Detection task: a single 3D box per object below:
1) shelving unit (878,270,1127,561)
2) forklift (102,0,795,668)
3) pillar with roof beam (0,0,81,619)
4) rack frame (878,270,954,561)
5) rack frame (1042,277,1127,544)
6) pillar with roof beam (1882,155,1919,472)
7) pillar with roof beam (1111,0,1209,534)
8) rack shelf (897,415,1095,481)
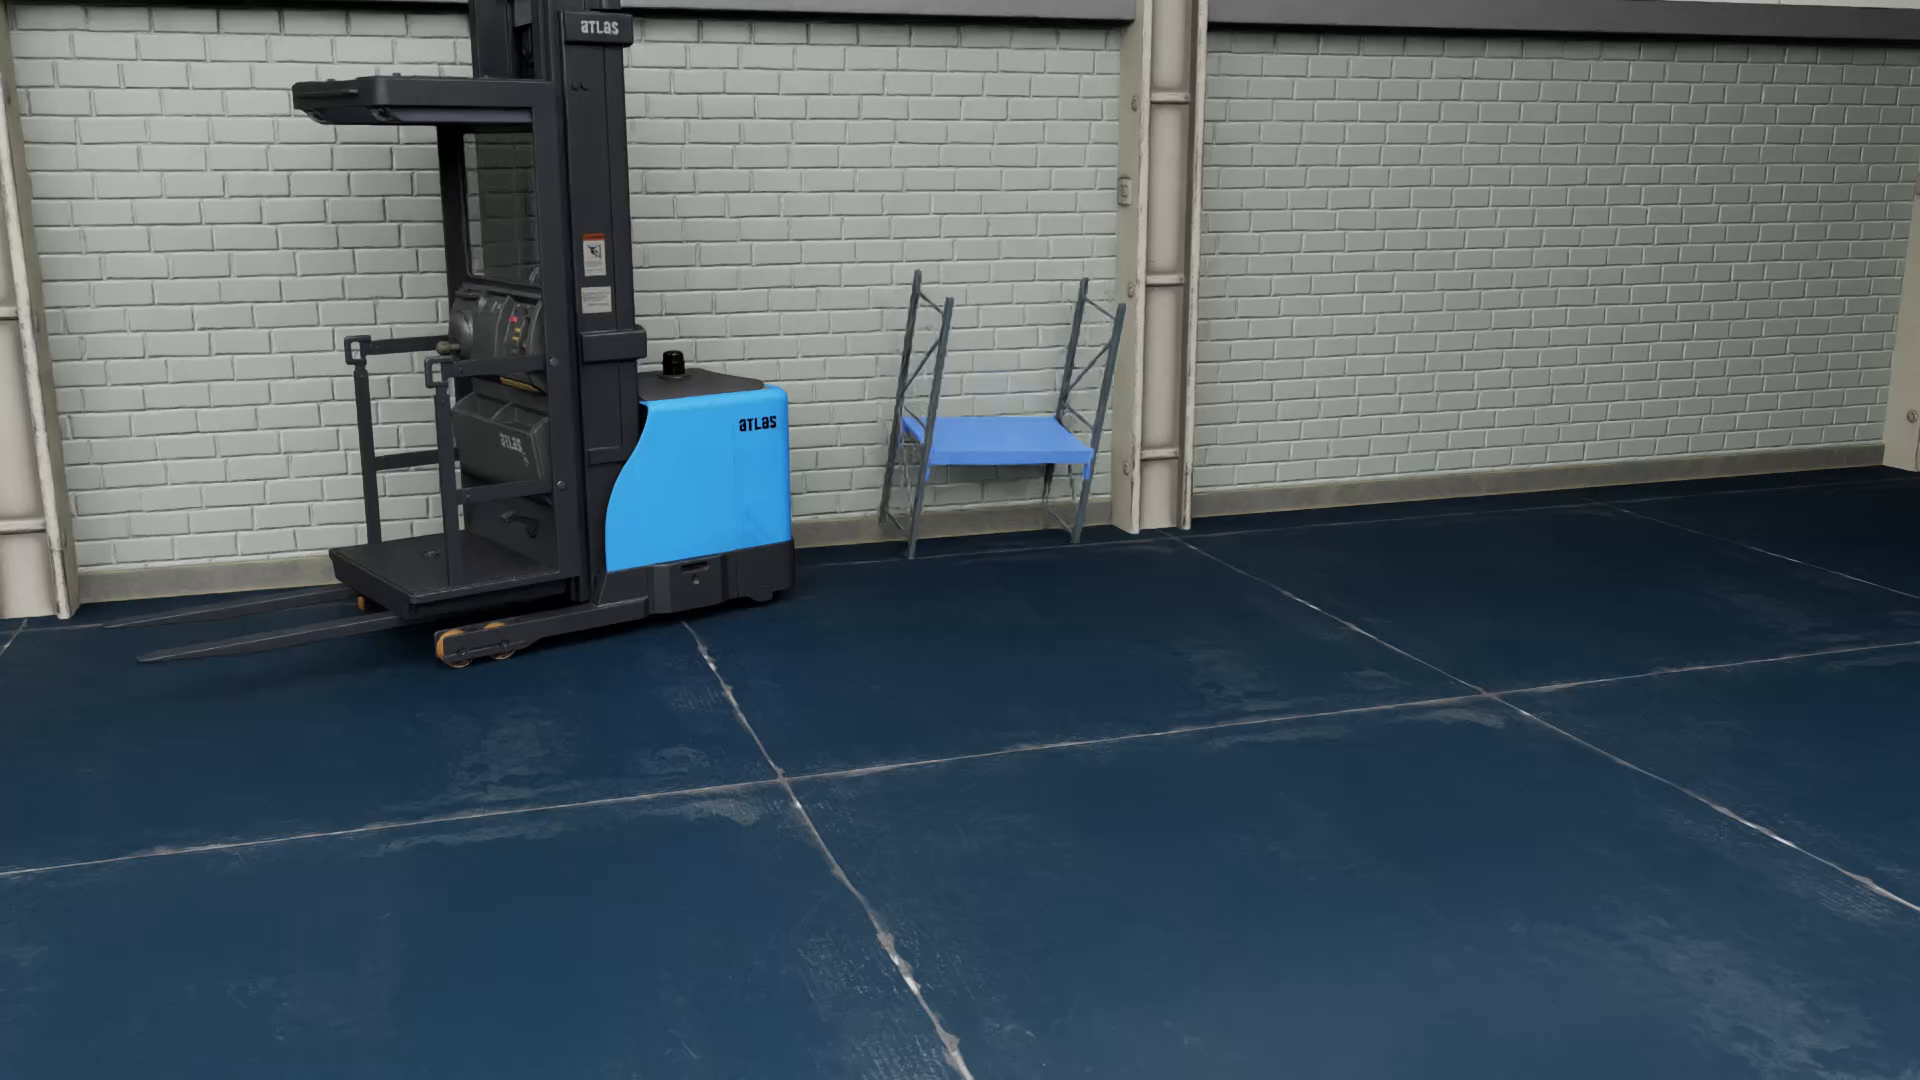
[{"bbox_3d":[0.214,-0.685,9.267,1.048,1.500,0.538,-2,26,-24],"label":"shelving unit"},{"bbox_3d":[-2.299,-1.003,7.525,3.031,2.935,1.130,-10,17,-37],"label":"forklift"},{"bbox_3d":[-3.170,-3.075,3.123,0.400,9.000,9.100,-4,14,-18],"label":"pillar with roof beam"},{"bbox_3d":[-0.250,-0.671,9.061,0.032,1.500,0.500,-2,26,-24],"label":"rack frame"},{"bbox_3d":[0.679,-0.699,9.473,0.032,1.500,0.500,-2,26,-24],"label":"rack frame"},{"bbox_3d":[8.204,-3.960,6.847,0.400,9.000,9.100,-4,14,-18],"label":"pillar with roof beam"},{"bbox_3d":[2.517,-3.518,4.985,0.400,9.000,9.100,-4,14,-18],"label":"pillar with roof beam"},{"bbox_3d":[0.187,-0.522,9.339,1.000,0.185,0.538,-2,26,-24],"label":"rack shelf"}]
